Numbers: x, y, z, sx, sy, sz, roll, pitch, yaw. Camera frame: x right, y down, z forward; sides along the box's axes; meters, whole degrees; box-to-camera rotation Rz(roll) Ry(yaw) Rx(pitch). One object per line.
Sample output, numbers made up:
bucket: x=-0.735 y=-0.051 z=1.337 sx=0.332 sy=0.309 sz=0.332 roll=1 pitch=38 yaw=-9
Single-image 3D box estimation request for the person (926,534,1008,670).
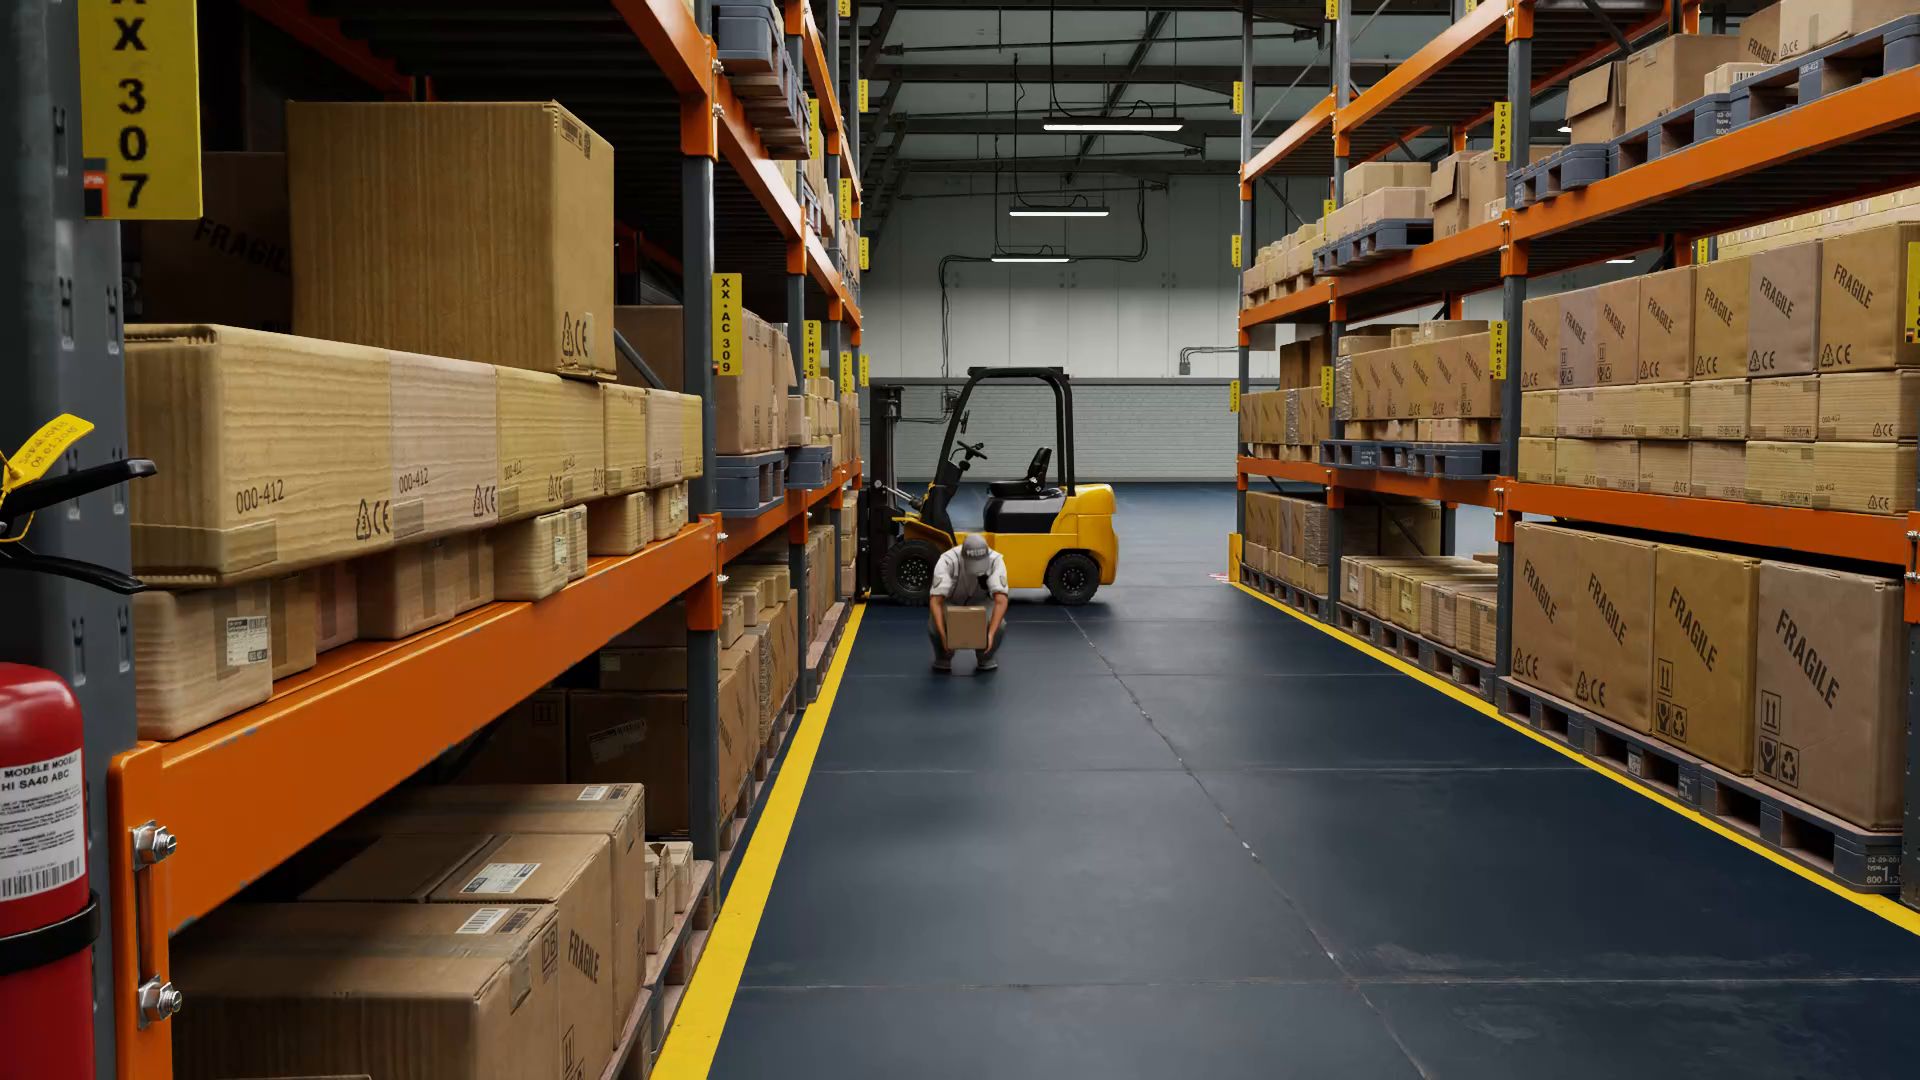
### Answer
person: x=0.047 y=0.406 z=11.010 sx=0.537 sy=0.930 sz=0.856 roll=0 pitch=4 yaw=0
